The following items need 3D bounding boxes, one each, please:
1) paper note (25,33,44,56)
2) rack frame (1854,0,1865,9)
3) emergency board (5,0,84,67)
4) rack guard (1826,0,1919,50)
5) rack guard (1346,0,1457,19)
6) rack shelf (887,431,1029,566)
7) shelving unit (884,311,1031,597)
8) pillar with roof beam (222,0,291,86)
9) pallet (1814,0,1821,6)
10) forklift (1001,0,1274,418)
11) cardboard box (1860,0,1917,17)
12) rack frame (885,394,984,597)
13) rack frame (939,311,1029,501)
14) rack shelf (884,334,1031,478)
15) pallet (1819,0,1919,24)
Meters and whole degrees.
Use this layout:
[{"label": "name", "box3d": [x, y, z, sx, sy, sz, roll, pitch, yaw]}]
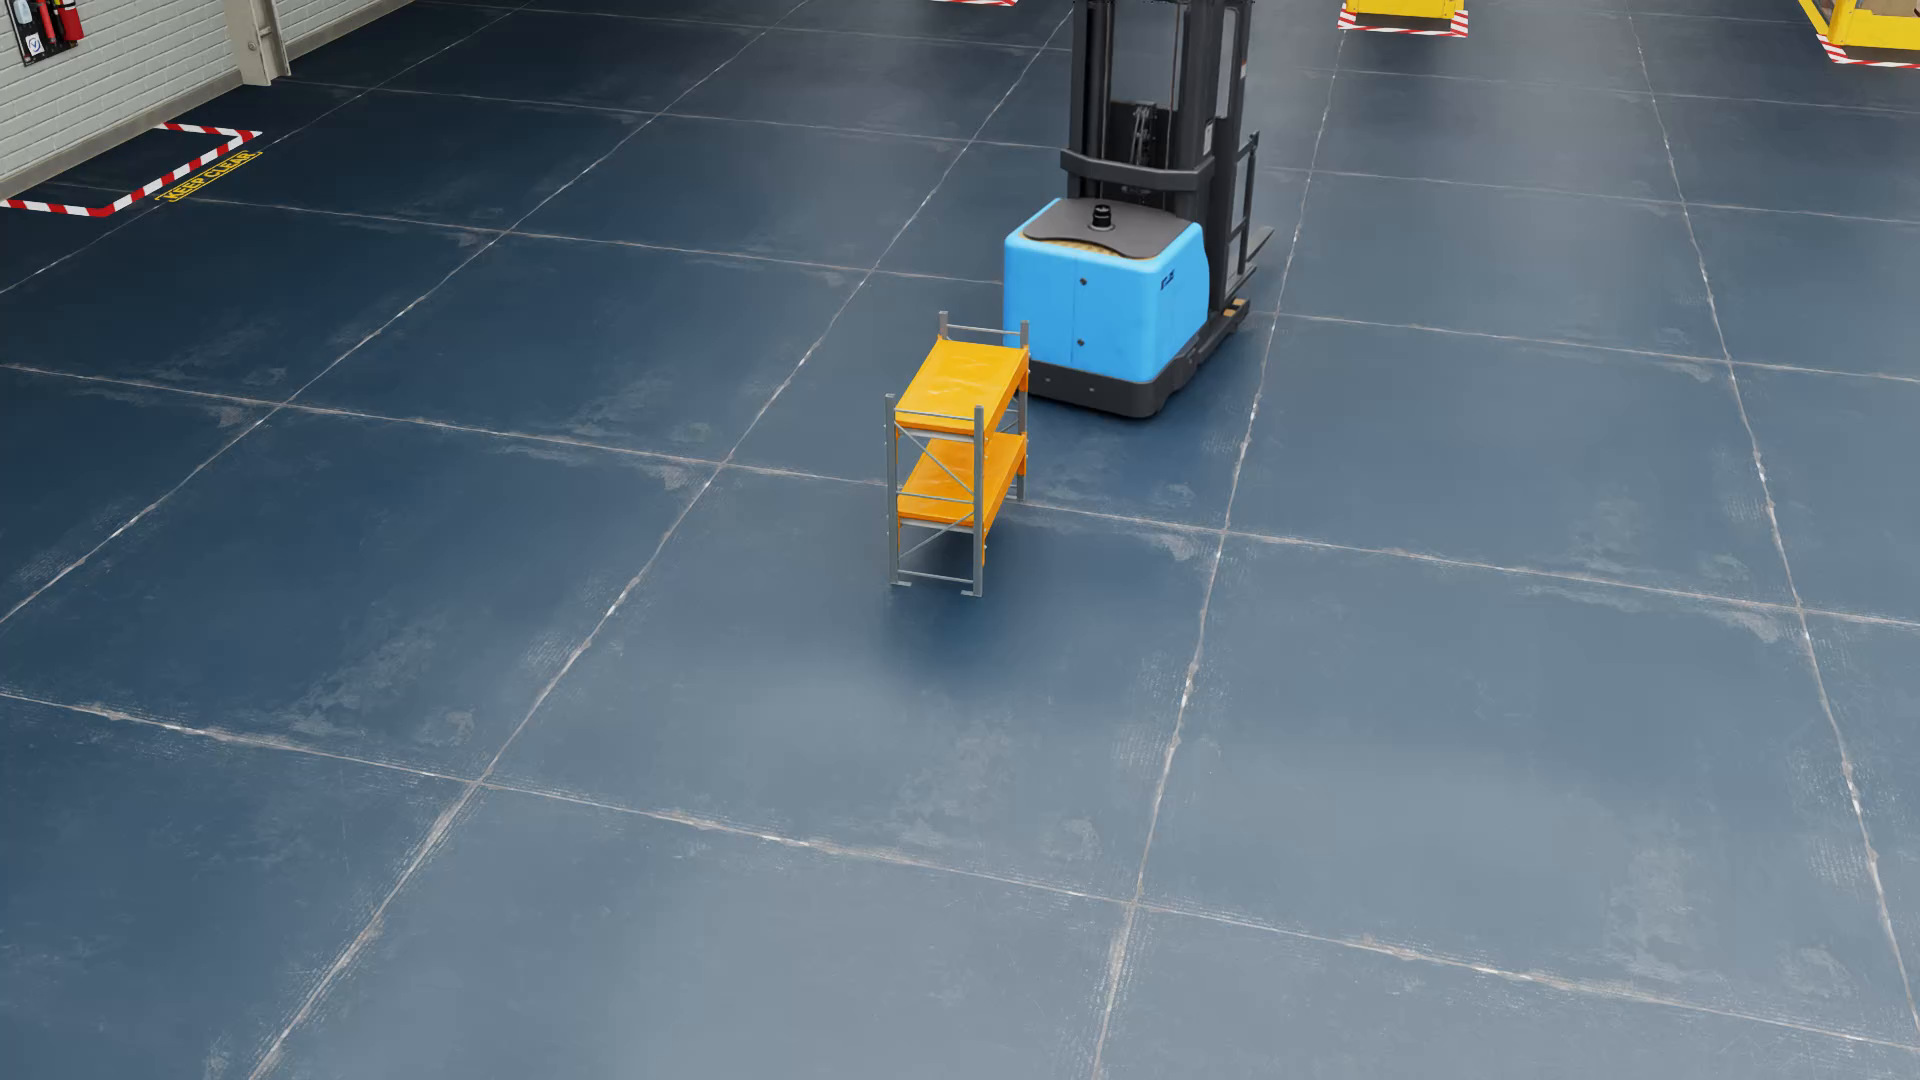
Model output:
[{"label": "paper note", "box3d": [-7.621, -4.084, 13.700, 0.016, 0.148, 0.142, 8, 33, 12]}, {"label": "rack frame", "box3d": [9.710, -6.425, 16.561, 1.000, 3.000, 0.127, 8, 33, 12]}, {"label": "emergency board", "box3d": [-7.510, -4.538, 13.593, 0.194, 1.169, 0.643, 8, 33, 12]}, {"label": "rack guard", "box3d": [9.729, -5.410, 17.293, 1.175, 0.500, 0.348, 8, 33, 12]}, {"label": "rack guard", "box3d": [4.893, -6.090, 18.364, 1.175, 0.500, 0.348, 8, 33, 12]}, {"label": "rack shelf", "box3d": [0.002, -0.272, 9.085, 0.538, 0.278, 1.000, 8, 33, 12]}, {"label": "shelving unit", "box3d": [0.002, -0.478, 8.954, 0.538, 1.125, 1.048, 8, 33, 12]}, {"label": "pillar with roof beam", "box3d": [-2.681, -7.761, 13.071, 9.100, 9.000, 0.400, 8, 33, 12]}, {"label": "pallet", "box3d": [10.281, -6.336, 19.019, 1.003, 0.211, 1.213, 8, 33, 12]}, {"label": "forklift", "box3d": [1.378, -2.765, 10.867, 1.130, 2.935, 3.031, 15, 36, 23]}, {"label": "cardboard box", "box3d": [9.884, -5.869, 17.625, 0.500, 0.500, 0.500, 14, 35, 21]}, {"label": "rack frame", "box3d": [-0.127, -0.214, 8.539, 0.500, 1.125, 0.032, 8, 33, 12]}, {"label": "rack frame", "box3d": [0.131, -0.742, 9.369, 0.500, 1.125, 0.032, 8, 33, 12]}, {"label": "rack shelf", "box3d": [0.002, -0.725, 8.797, 0.538, 0.278, 1.000, 8, 33, 12]}, {"label": "pallet", "box3d": [9.969, -5.704, 18.026, 1.003, 0.211, 1.213, 8, 33, 12]}]
